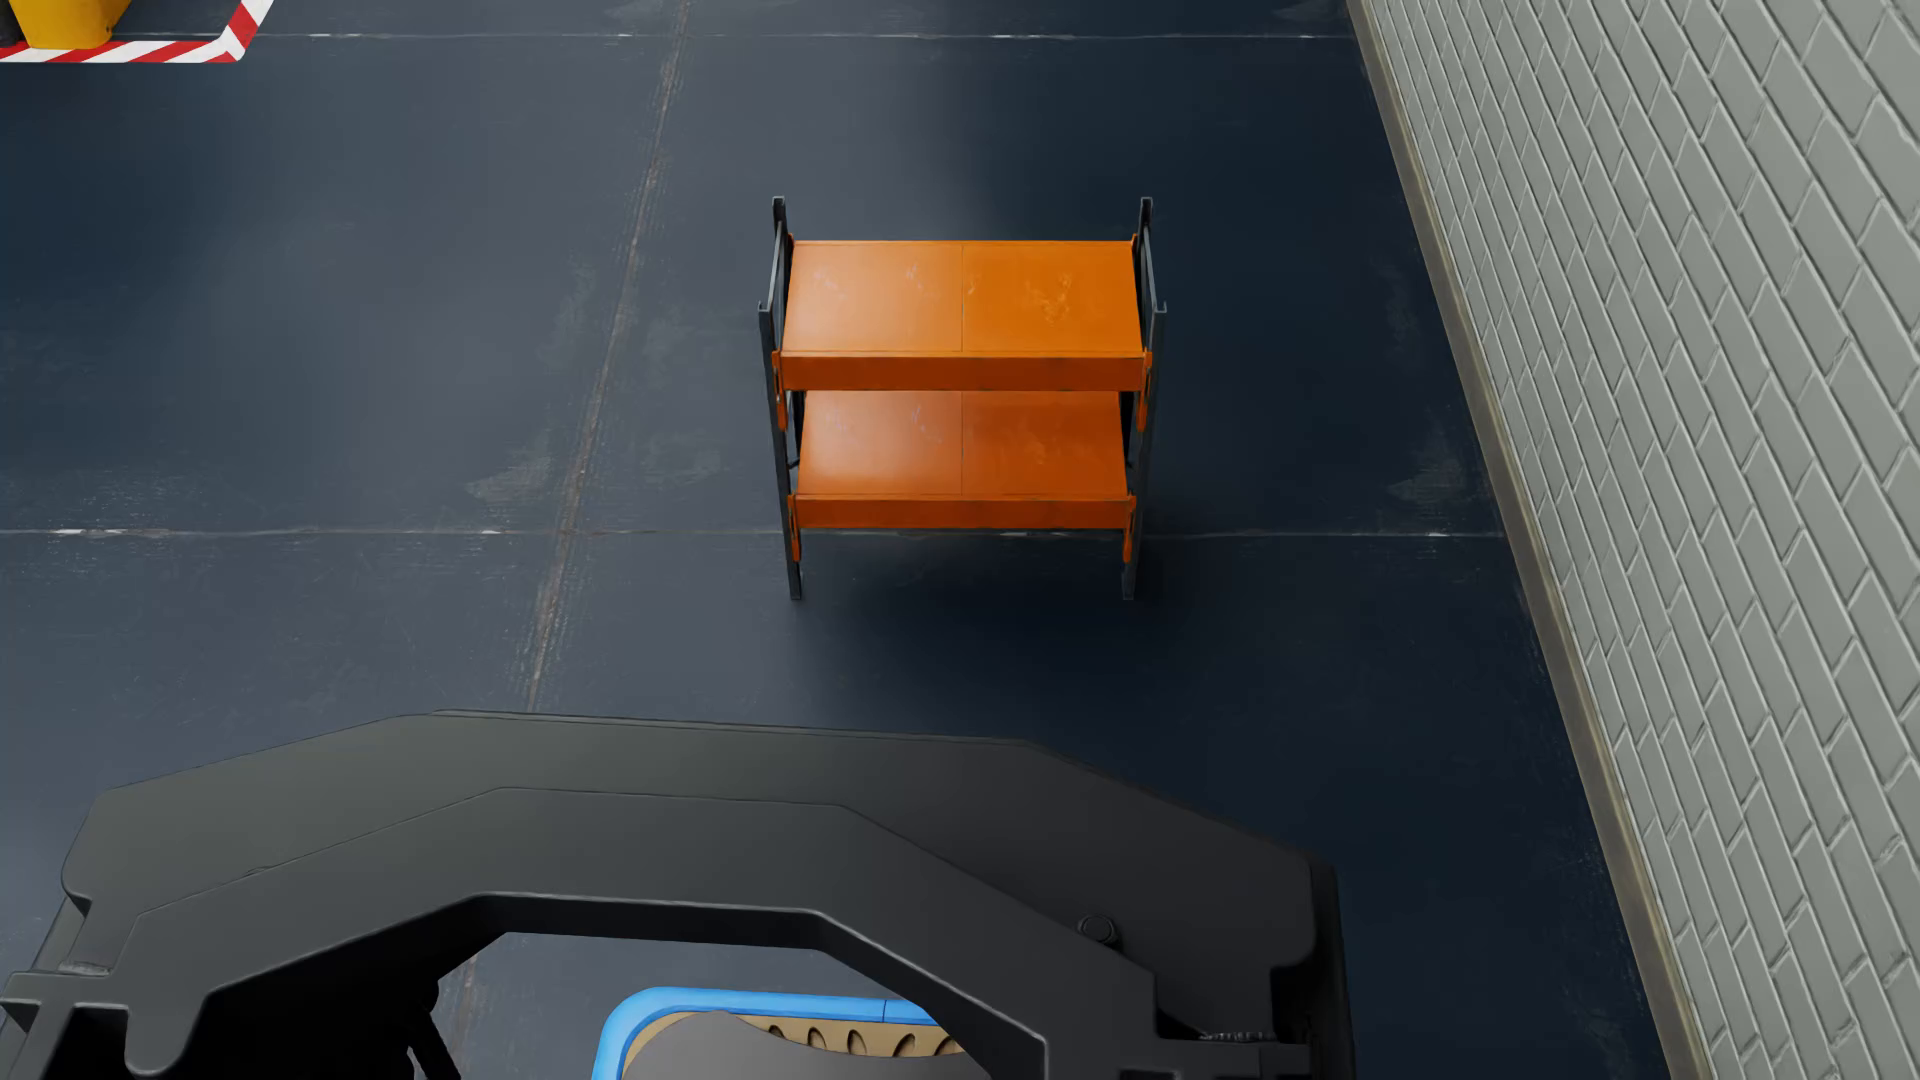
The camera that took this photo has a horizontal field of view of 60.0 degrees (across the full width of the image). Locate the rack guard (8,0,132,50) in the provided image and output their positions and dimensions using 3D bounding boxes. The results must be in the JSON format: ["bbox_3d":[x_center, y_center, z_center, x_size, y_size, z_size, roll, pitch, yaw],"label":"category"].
[{"bbox_3d":[-3.902,-2.735,7.454,0.348,0.500,1.175,0,47,0],"label":"rack guard"}]

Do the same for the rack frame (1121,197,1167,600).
[{"bbox_3d":[0.515,-0.382,4.837,0.032,1.125,0.500,0,47,0],"label":"rack frame"}]

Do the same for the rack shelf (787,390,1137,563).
[{"bbox_3d":[0.007,-0.217,5.017,1.000,0.278,0.538,0,47,0],"label":"rack shelf"}]

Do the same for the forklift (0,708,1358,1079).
[{"bbox_3d":[-0.230,1.647,1.715,1.130,2.935,3.031,3,47,2],"label":"forklift"}]

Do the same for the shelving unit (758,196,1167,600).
[{"bbox_3d":[0.007,-0.383,4.838,1.048,1.125,0.538,0,47,0],"label":"shelving unit"}]

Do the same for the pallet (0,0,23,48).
[{"bbox_3d":[-4.726,-2.581,7.508,1.213,0.211,1.003,0,47,0],"label":"pallet"}]

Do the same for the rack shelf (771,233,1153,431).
[{"bbox_3d":[0.007,-0.583,4.624,1.000,0.278,0.538,0,47,0],"label":"rack shelf"}]

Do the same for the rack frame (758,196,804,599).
[{"bbox_3d":[-0.502,-0.385,4.840,0.032,1.125,0.500,0,47,0],"label":"rack frame"}]
